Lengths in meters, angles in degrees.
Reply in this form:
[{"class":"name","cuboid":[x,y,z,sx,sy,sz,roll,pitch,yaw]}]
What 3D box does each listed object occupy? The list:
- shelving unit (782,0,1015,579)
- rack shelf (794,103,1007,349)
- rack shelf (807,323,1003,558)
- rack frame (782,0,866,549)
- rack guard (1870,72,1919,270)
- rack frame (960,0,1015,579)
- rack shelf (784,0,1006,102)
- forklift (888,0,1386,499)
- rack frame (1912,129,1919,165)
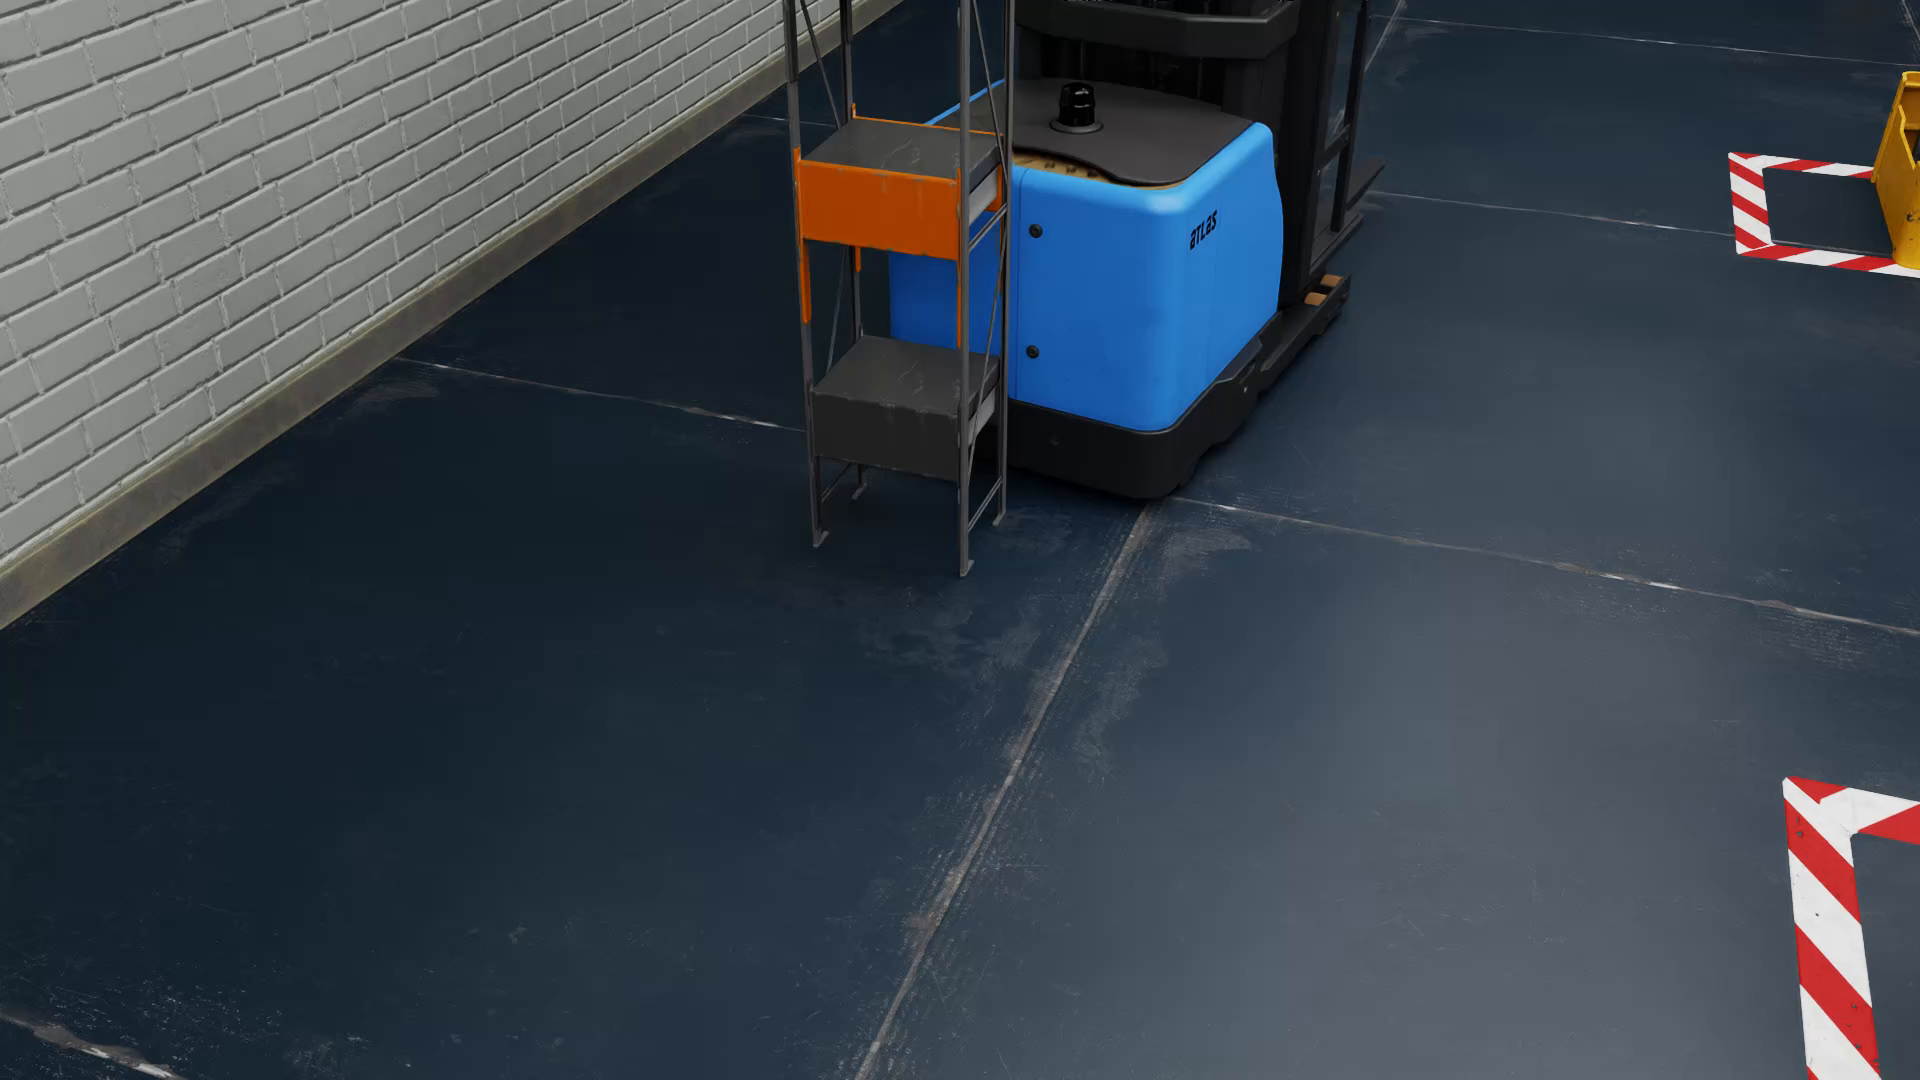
[{"class":"shelving unit","cuboid":[-0.156,-0.912,4.727,0.503,2.100,0.431,11,34,16]},{"class":"rack shelf","cuboid":[-0.156,-0.901,4.735,0.480,0.518,0.431,11,34,16]},{"class":"rack shelf","cuboid":[-0.156,-0.313,5.114,0.480,0.518,0.431,11,34,16]},{"class":"rack frame","cuboid":[-0.386,-0.957,4.797,0.015,2.100,0.400,11,34,16]},{"class":"rack guard","cuboid":[4.319,-1.633,7.319,0.348,0.500,1.175,11,34,16]},{"class":"rack frame","cuboid":[0.074,-0.868,4.658,0.015,2.100,0.400,11,34,16]},{"class":"rack shelf","cuboid":[-0.156,-1.489,4.355,0.480,0.518,0.431,11,34,16]},{"class":"forklift","cuboid":[0.902,-2.137,5.857,1.130,2.935,3.031,17,36,24]},{"class":"rack frame","cuboid":[4.342,-2.679,6.634,0.127,3.000,1.000,11,34,16]}]
